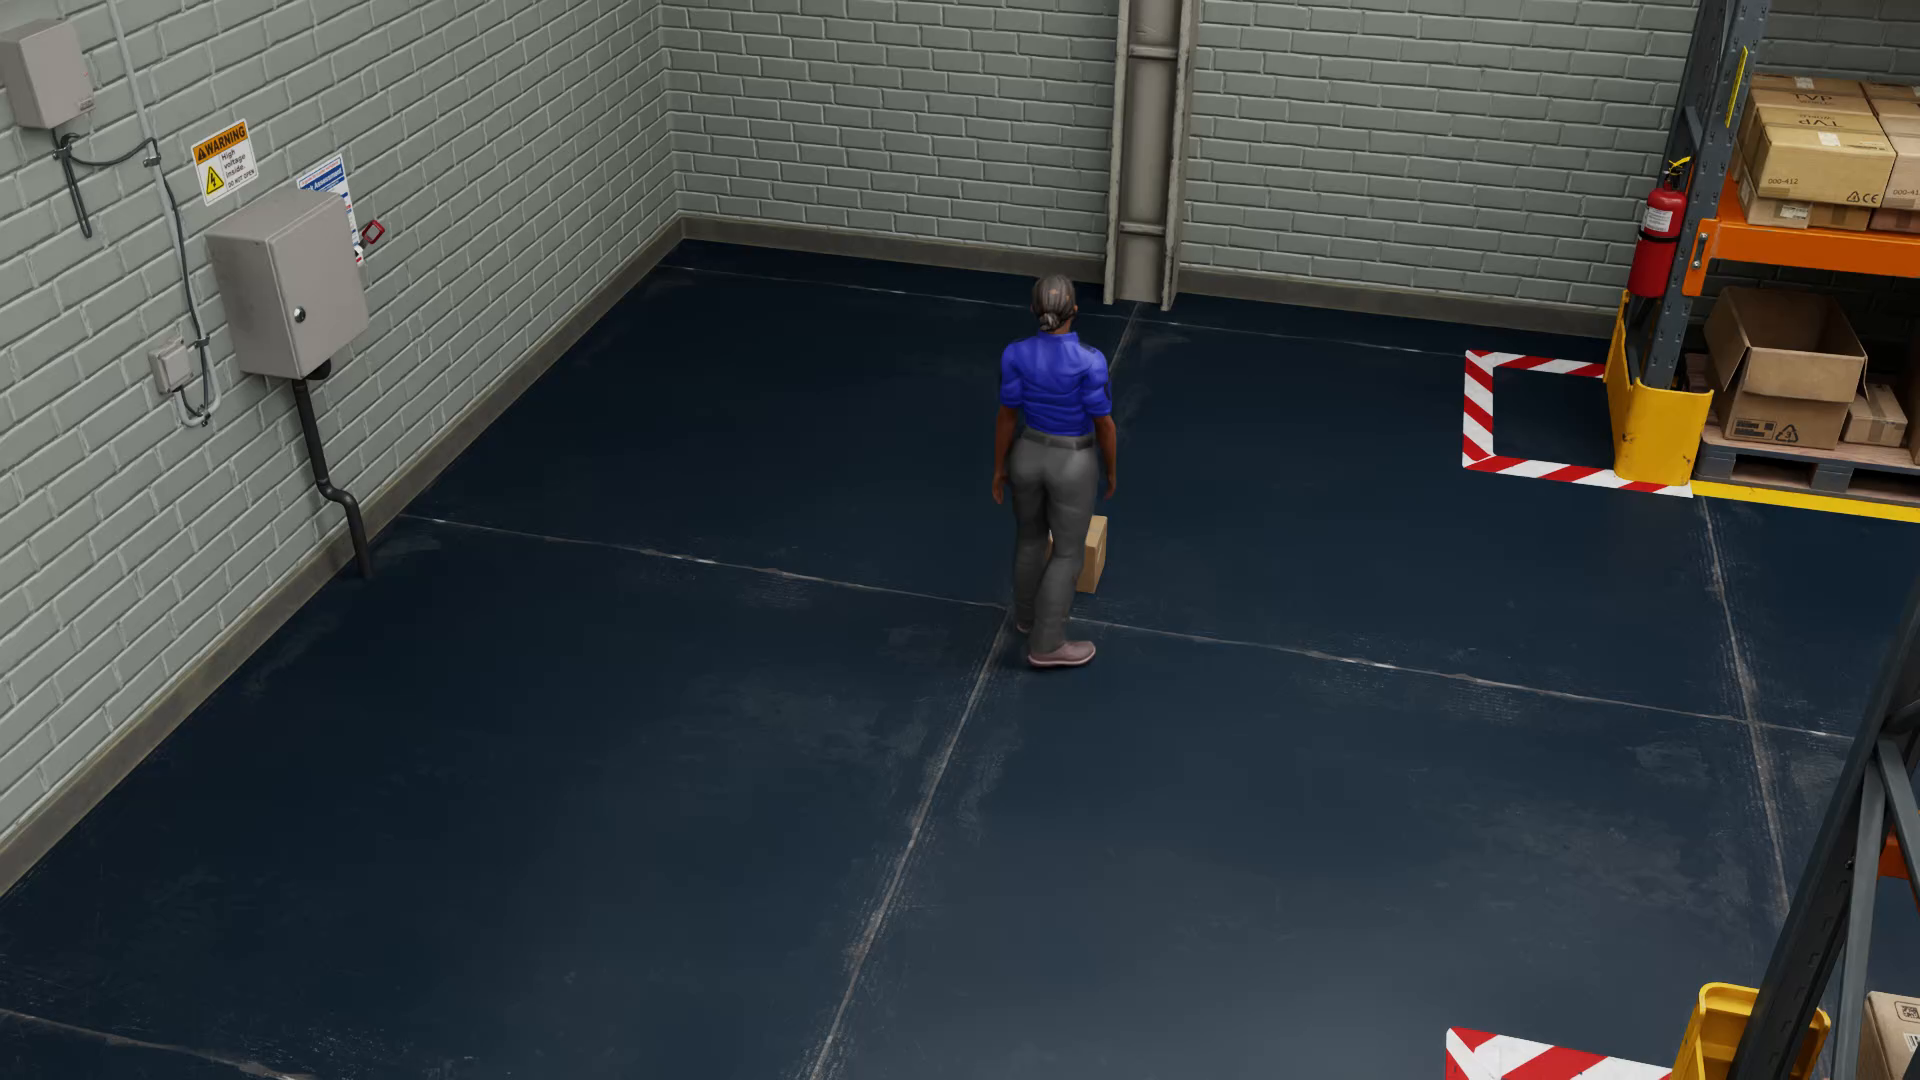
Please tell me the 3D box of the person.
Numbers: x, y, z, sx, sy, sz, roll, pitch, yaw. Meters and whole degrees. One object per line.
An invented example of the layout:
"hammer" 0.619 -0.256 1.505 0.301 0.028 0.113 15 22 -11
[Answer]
"person" 0.378 -0.283 6.564 0.471 1.652 0.507 14 36 21
